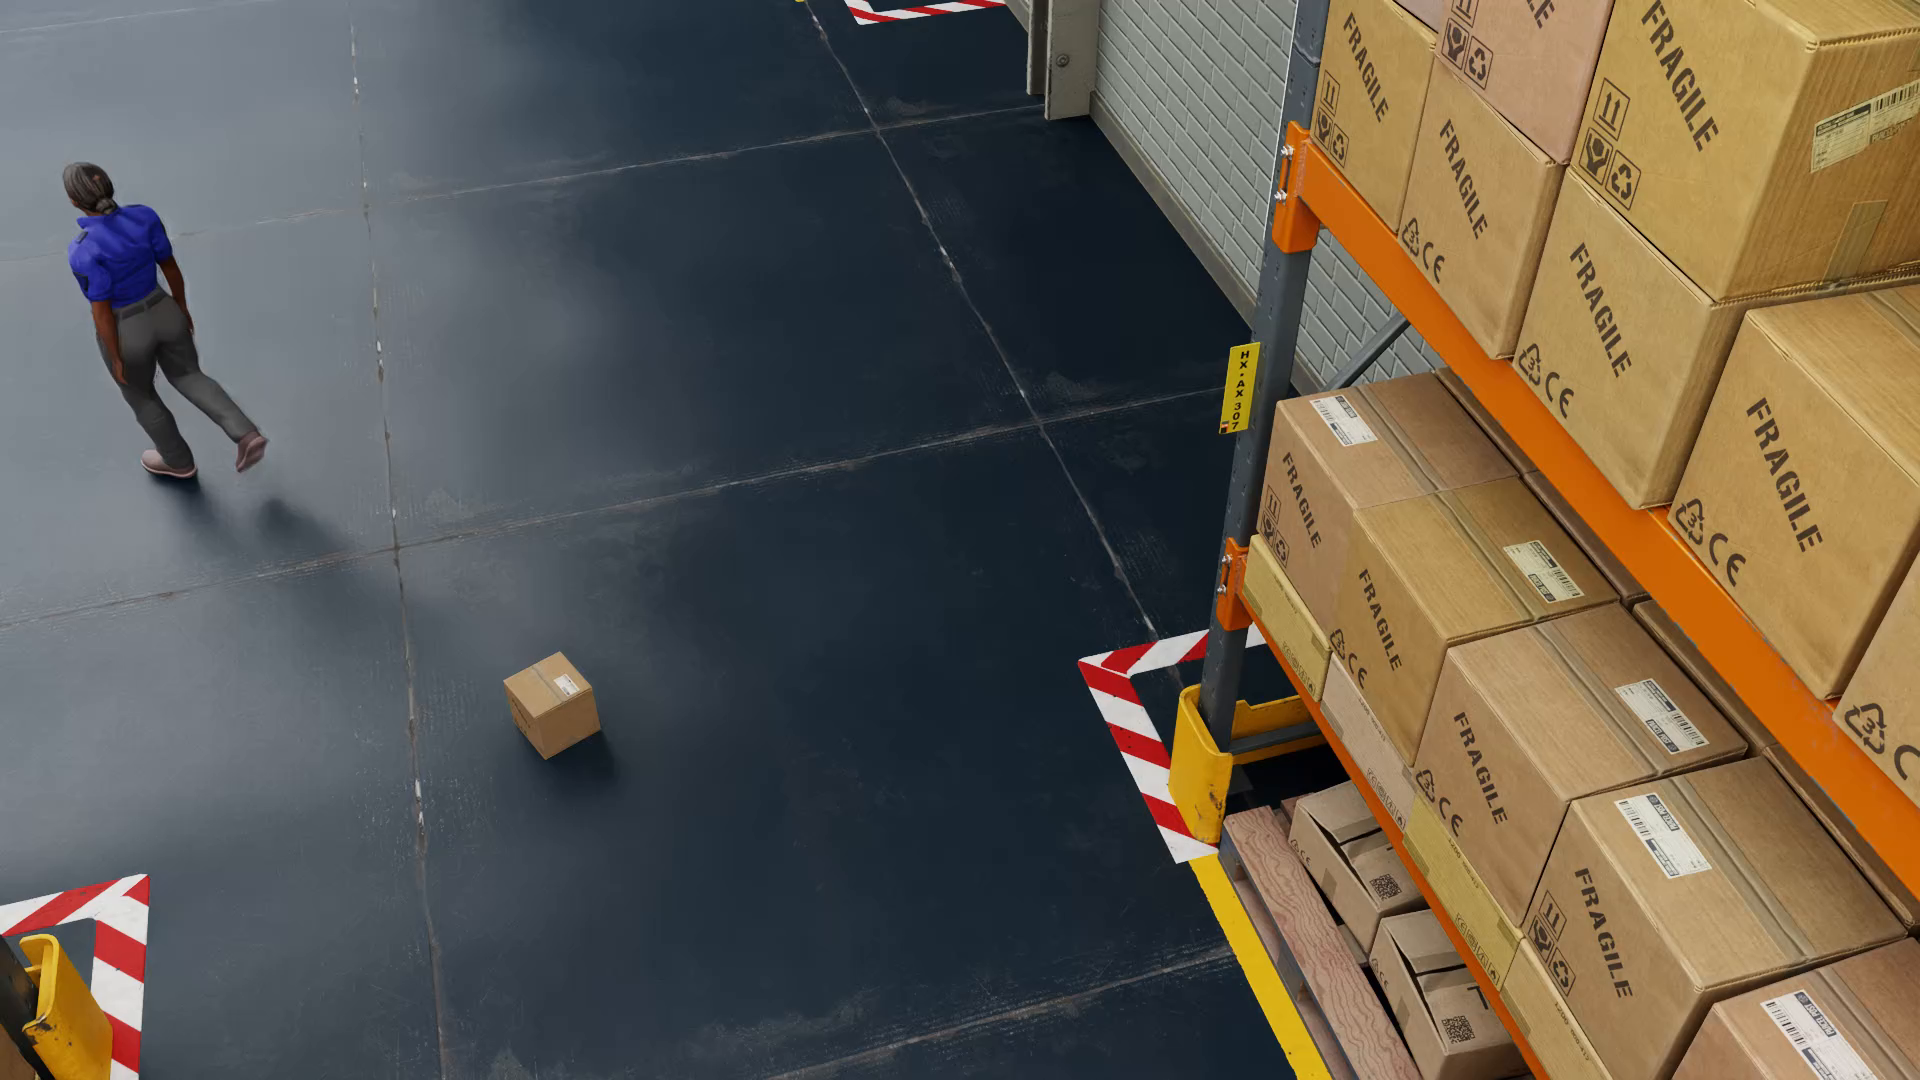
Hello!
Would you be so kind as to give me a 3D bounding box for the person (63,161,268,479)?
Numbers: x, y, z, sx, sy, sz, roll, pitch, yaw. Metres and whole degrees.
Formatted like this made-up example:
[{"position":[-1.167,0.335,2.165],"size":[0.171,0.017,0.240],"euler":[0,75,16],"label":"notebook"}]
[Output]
[{"position":[-3.460,-0.898,7.123],"size":[0.700,1.632,0.451],"euler":[21,46,21],"label":"person"}]
